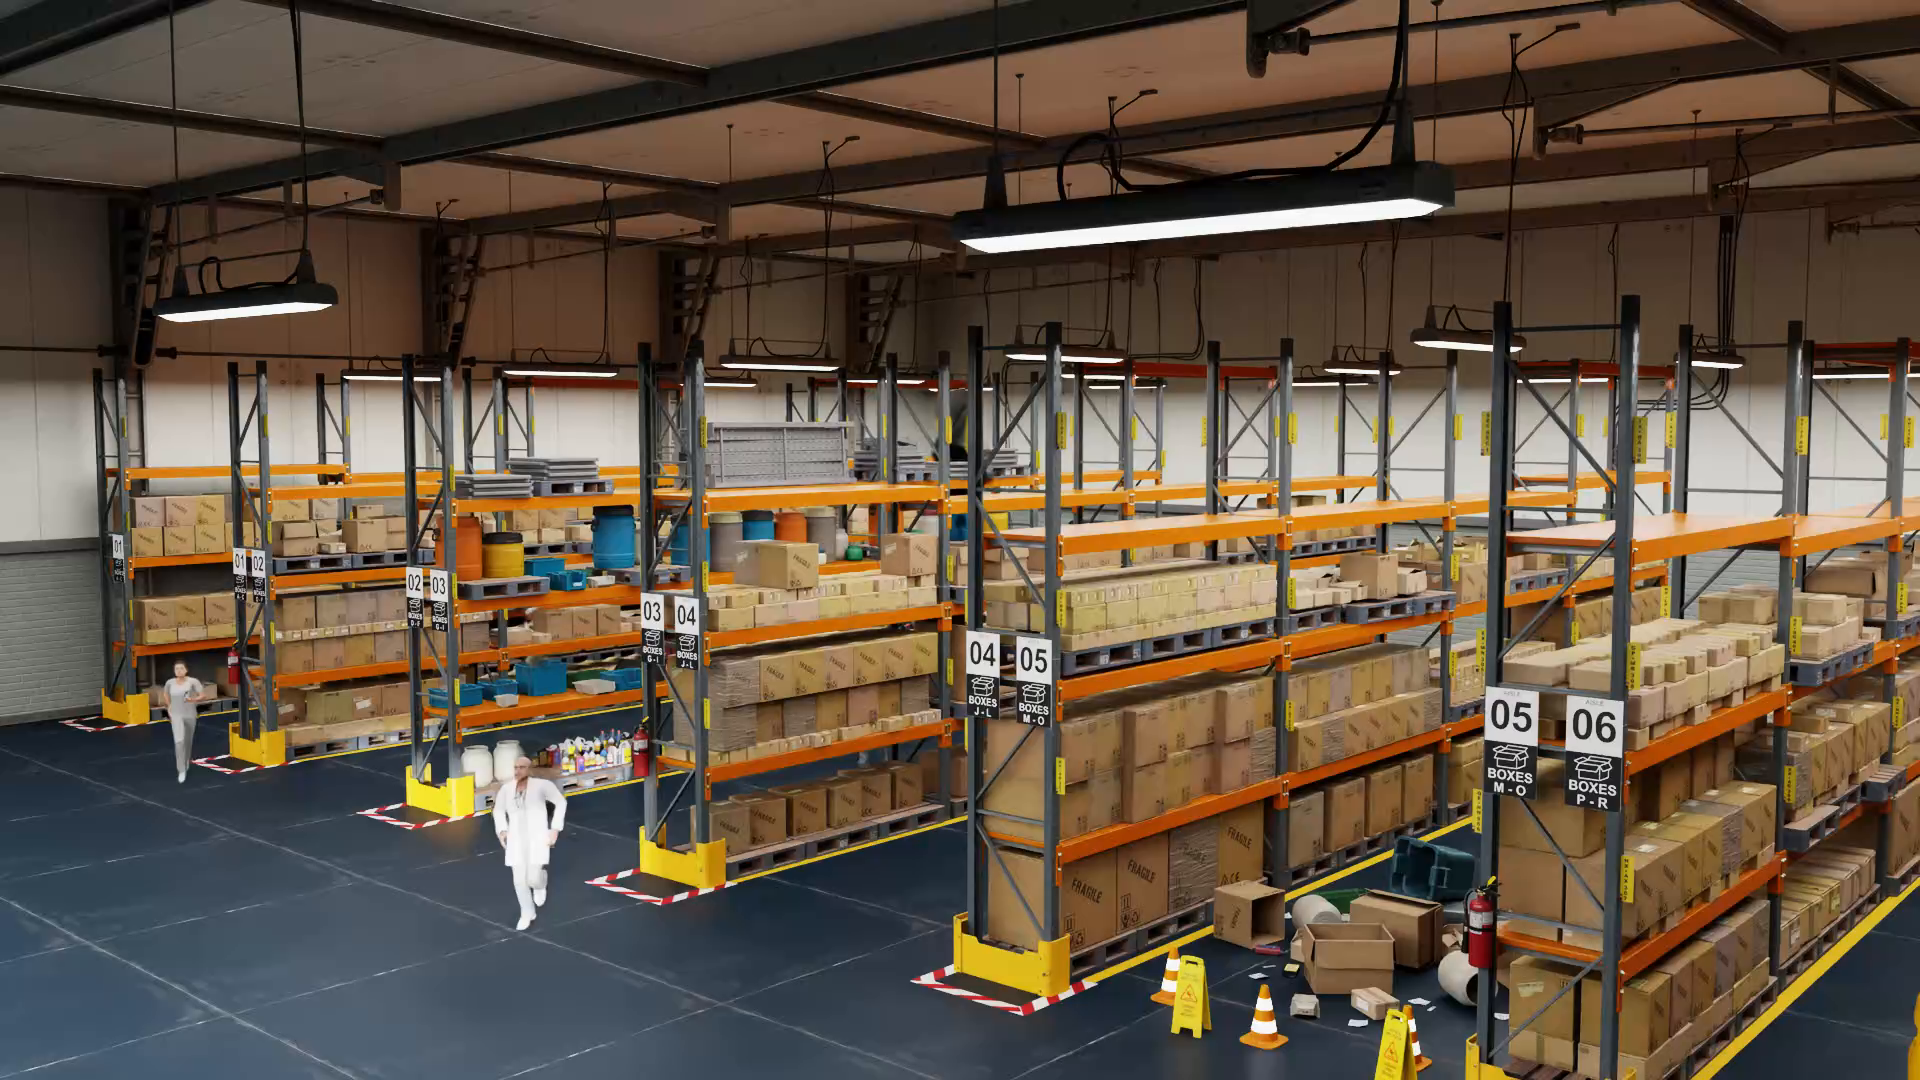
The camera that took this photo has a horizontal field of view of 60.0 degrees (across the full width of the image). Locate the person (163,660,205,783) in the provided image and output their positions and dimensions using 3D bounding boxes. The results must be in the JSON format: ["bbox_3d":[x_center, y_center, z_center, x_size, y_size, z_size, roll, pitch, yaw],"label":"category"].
[{"bbox_3d":[-11.149,2.578,23.925,0.549,1.683,0.880,-2,5,-24],"label":"person"}]

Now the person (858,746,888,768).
[{"bbox_3d":[-1.250,2.495,24.201,0.666,1.843,0.782,2,5,30],"label":"person"}]

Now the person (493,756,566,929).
[{"bbox_3d":[-4.390,3.061,16.943,0.732,1.752,0.706,0,4,3],"label":"person"}]

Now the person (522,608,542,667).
[{"bbox_3d":[-7.868,2.078,30.511,0.602,1.680,0.891,3,5,37],"label":"person"}]
